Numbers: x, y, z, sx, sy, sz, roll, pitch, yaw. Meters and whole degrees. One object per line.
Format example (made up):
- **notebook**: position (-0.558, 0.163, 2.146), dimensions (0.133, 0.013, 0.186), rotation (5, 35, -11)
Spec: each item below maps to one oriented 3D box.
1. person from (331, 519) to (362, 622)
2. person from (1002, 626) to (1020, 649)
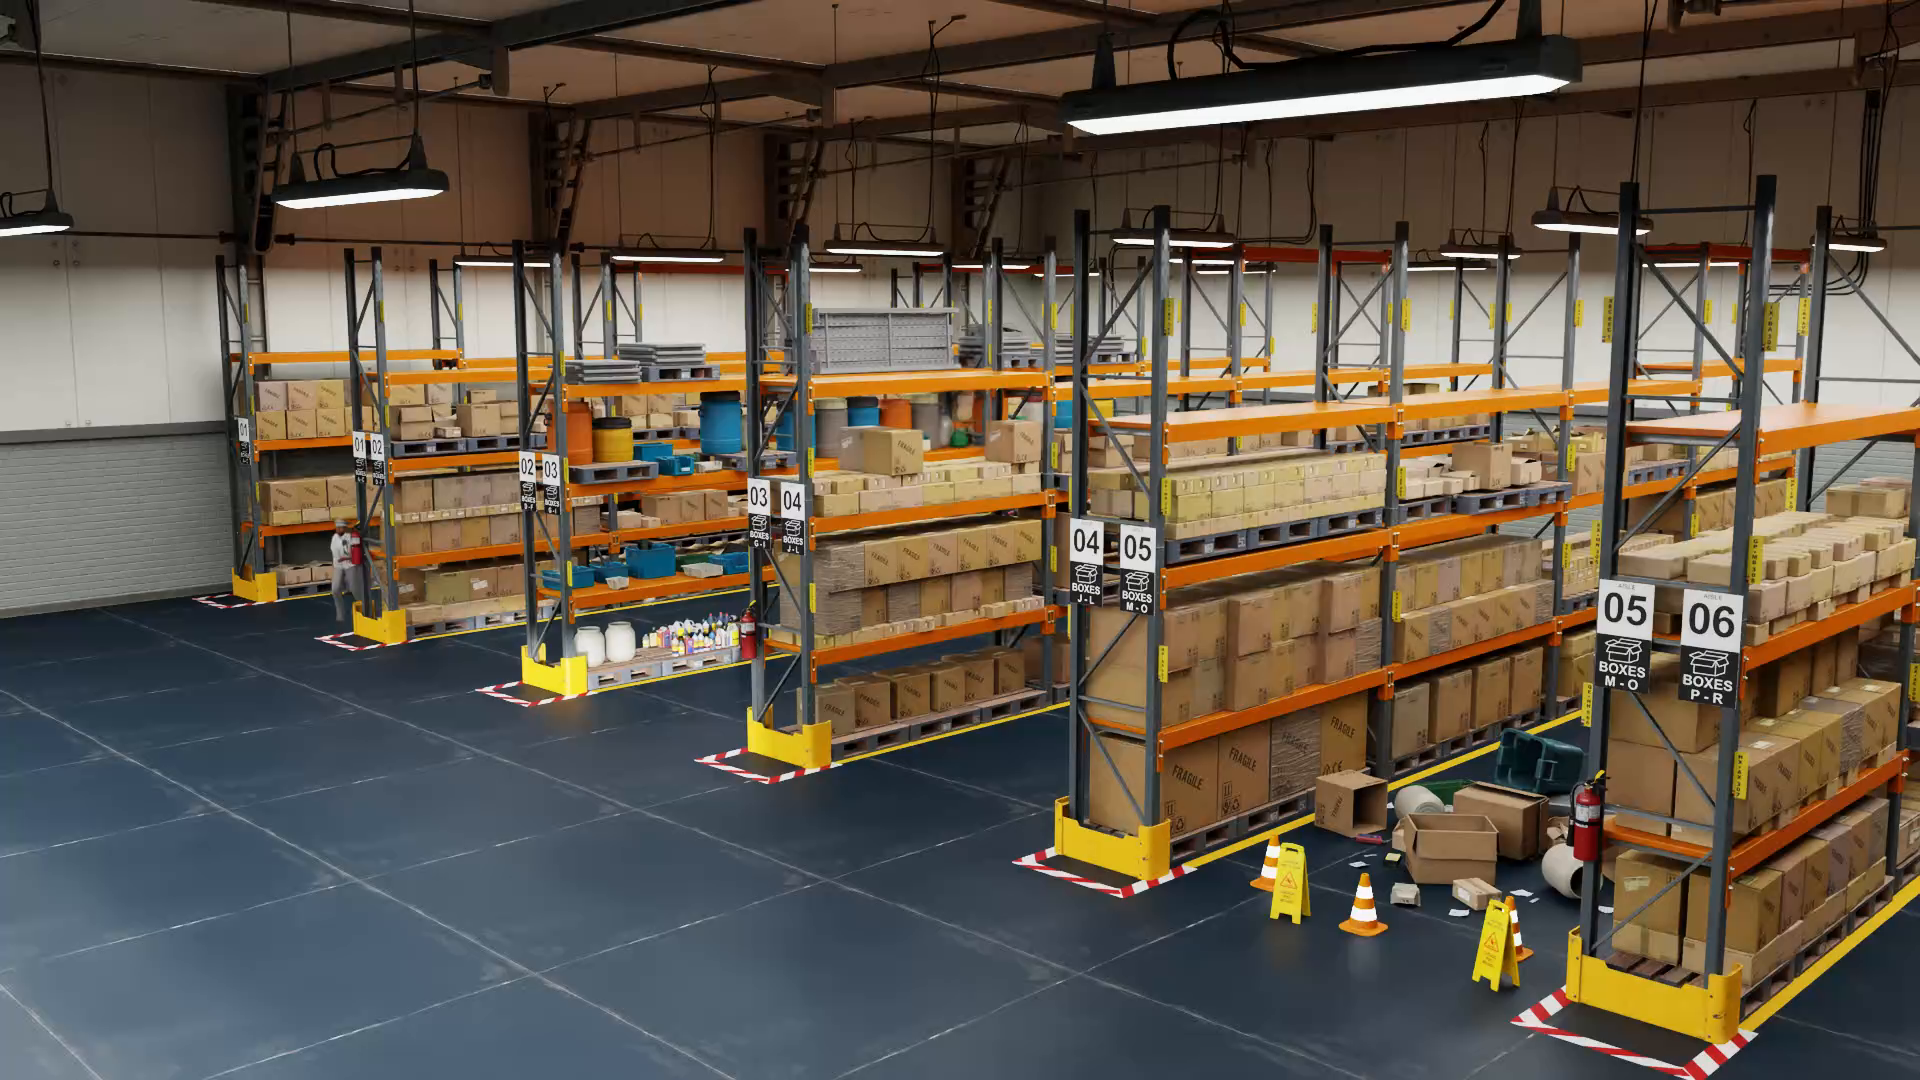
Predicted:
- **person**: position (-10.101, 0.491, 27.365), dimensions (0.506, 1.739, 0.846), rotation (1, 8, 4)
- **person**: position (0.613, 0.736, 23.421), dimensions (0.690, 1.791, 0.891), rotation (6, 10, 35)
